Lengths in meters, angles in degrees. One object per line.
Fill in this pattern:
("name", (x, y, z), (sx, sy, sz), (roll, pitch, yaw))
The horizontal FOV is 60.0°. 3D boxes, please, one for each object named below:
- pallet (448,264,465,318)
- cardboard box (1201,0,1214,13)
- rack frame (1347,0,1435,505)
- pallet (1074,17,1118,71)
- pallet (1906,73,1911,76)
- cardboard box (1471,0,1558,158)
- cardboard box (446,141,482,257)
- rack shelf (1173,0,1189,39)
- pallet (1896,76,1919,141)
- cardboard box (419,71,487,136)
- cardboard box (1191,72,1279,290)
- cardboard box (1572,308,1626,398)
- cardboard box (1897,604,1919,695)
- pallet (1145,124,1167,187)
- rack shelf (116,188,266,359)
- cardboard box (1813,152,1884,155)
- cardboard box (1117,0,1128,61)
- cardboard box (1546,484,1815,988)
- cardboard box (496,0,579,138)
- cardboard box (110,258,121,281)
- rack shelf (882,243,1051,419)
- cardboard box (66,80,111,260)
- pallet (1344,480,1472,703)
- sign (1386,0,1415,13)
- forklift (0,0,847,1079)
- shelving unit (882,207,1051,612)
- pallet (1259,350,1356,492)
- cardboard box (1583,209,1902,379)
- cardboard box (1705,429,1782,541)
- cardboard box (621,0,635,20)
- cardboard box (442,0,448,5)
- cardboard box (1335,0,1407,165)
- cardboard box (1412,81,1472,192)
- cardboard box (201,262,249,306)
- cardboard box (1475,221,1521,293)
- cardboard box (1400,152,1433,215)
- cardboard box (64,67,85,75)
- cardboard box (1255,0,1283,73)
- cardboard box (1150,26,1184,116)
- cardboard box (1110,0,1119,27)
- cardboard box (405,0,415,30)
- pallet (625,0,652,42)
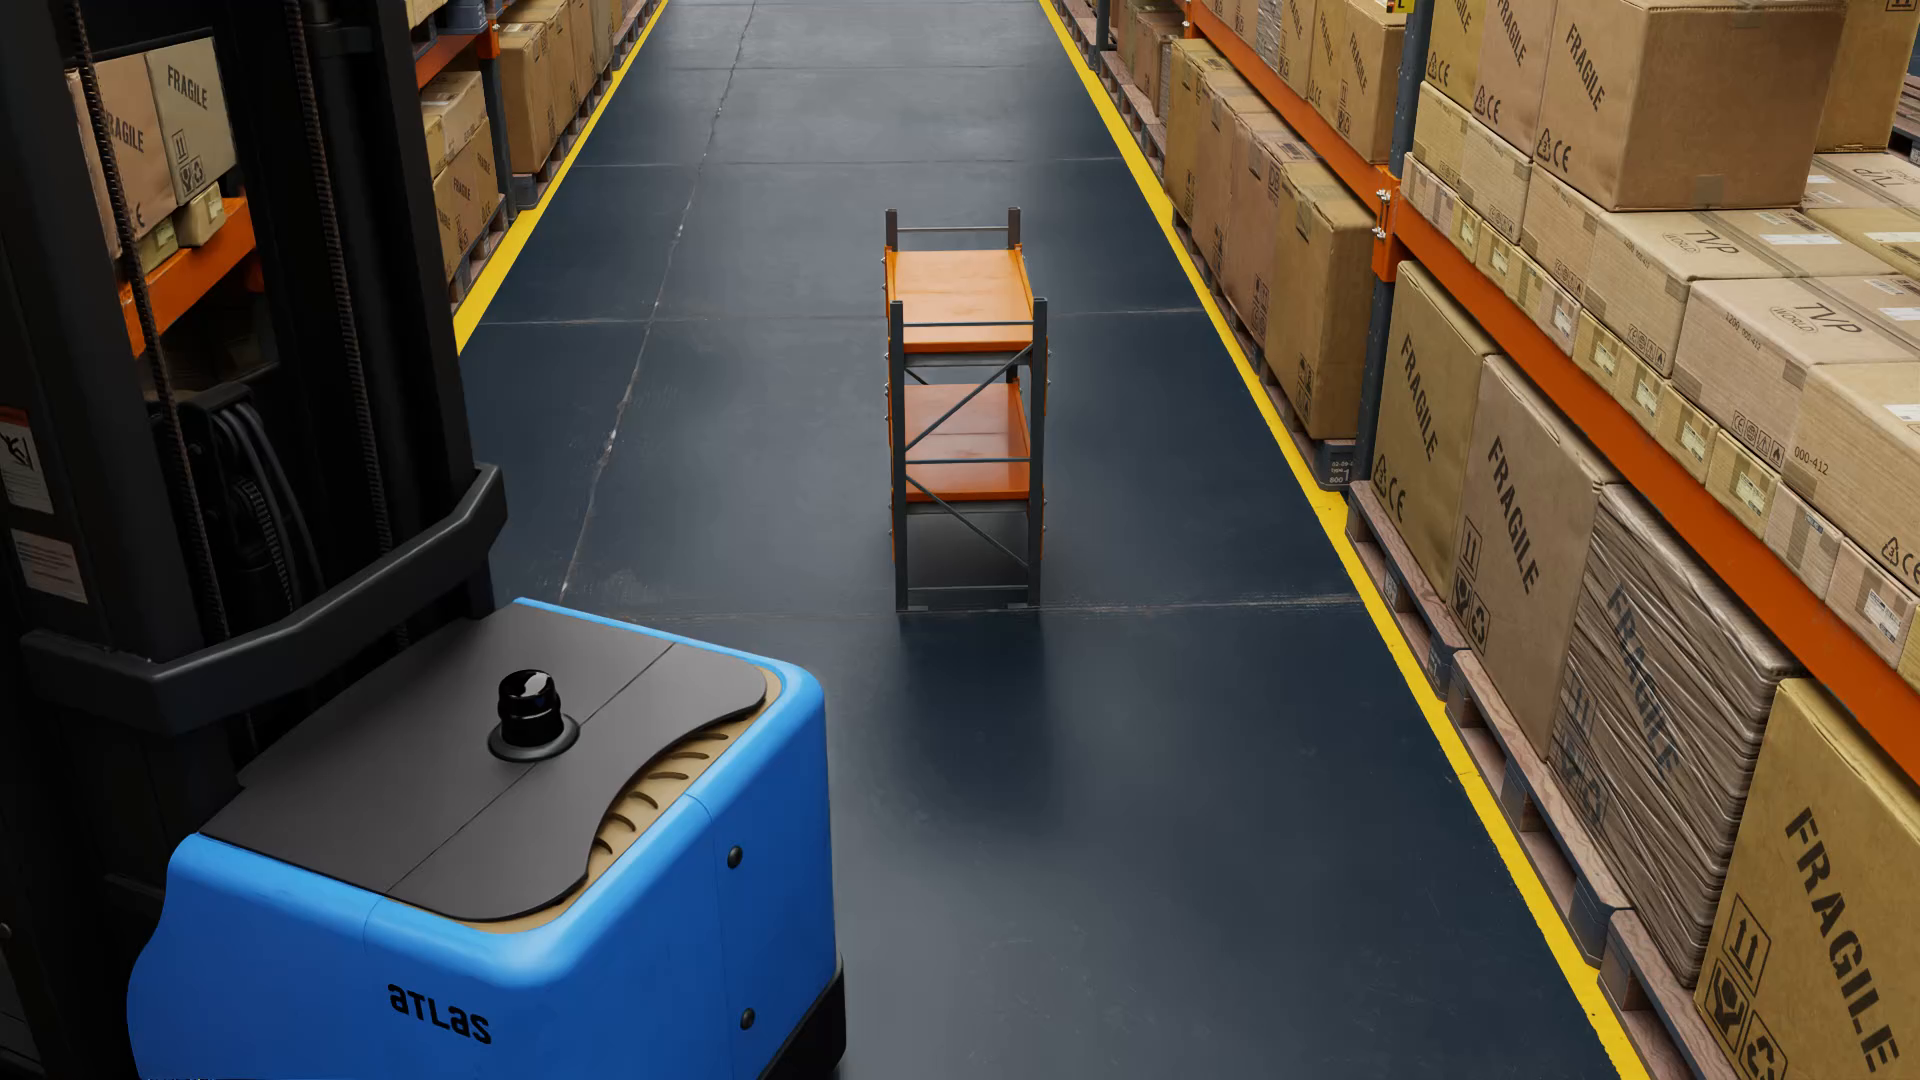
("pallet", (-3.046, -1.070, 8.073), (1.003, 0.211, 1.213), (-1, 28, -3))
("cardboard box", (1.567, -3.115, 8.871), (0.500, 0.500, 0.500), (-1, 28, -1))
("rack frame", (2.022, -1.455, 5.796), (1.000, 3.000, 0.127), (-1, 28, -3))
("pallet", (1.534, -4.222, 14.117), (1.003, 0.211, 1.213), (-1, 28, -3))
("pallet", (6.630, -3.671, 13.060), (1.003, 0.211, 1.213), (-1, 28, -3))
("cardboard box", (1.809, -1.398, 4.716), (0.500, 0.500, 0.500), (-1, 28, -3))
("cardboard box", (-2.827, -1.769, 8.648), (0.500, 0.500, 0.500), (0, 28, -1))
("rack shelf", (1.708, -3.907, 11.275), (1.077, 0.370, 4.000), (-1, 28, -3))
("pallet", (6.697, -3.106, 11.977), (1.003, 0.211, 1.213), (-1, 28, -3))
("cardboard box", (-2.848, -2.330, 8.911), (0.500, 0.250, 0.500), (-2, 28, -4))
("cardboard box", (1.867, -1.815, 8.330), (1.225, 0.875, 0.875), (-1, 28, -2))
("cardboard box", (1.788, -0.479, 4.196), (0.380, 0.149, 0.250), (-2, 28, -4))
("cardboard box", (1.868, 0.227, 2.842), (0.380, 0.149, 0.250), (-1, 28, -2))
("pallet", (1.774, -2.427, 10.674), (1.003, 0.211, 1.213), (-1, 28, -3))
("rack shelf", (-2.832, -0.139, 4.051), (1.077, 0.370, 4.000), (-1, 28, -3))
("cardboard box", (2.336, -1.084, 4.925), (0.500, 0.250, 0.500), (-1, 28, -1))
("cardboard box", (1.615, -3.952, 12.811), (0.700, 0.500, 0.500), (-3, 28, -7))
("cardboard box", (2.070, 0.434, 4.017), (0.875, 0.875, 0.875), (-1, 28, -3))
("cardboard box", (-3.137, -3.105, 10.938), (1.050, 0.750, 0.750), (-1, 28, -2))
("cardboard box", (-2.667, -0.782, 4.778), (0.380, 0.149, 0.250), (-2, 28, -4))
("rack shelf", (0.000, -0.755, 5.849), (0.538, 0.278, 1.000), (-1, 28, -3))
("cardboard box", (-2.579, -0.872, 4.248), (0.500, 0.500, 0.500), (-2, 28, -3))
("pallet", (1.983, 0.135, 5.764), (1.003, 0.211, 1.213), (-1, 28, -3))
("sign", (1.480, -1.915, 5.513), (0.100, 0.325, 0.005), (-1, 28, -3))
("forklift", (-1.825, -0.157, 3.382), (3.031, 2.935, 1.130), (12, 30, 21))
("shelving unit", (0.000, -0.496, 5.984), (0.538, 1.125, 1.048), (-1, 28, -3))
("pallet", (1.906, -0.573, 7.120), (1.003, 0.211, 1.213), (-1, 28, -3))
("cardboard box", (1.856, -0.600, 3.997), (0.500, 0.250, 0.500), (-1, 28, -3))
("cardboard box", (1.828, -0.124, 3.516), (0.380, 0.149, 0.250), (-2, 28, -4))
("cardboard box", (-3.368, -5.029, 14.491), (0.875, 0.875, 0.875), (-1, 28, -2))
("cardboard box", (-2.611, -2.614, 7.836), (0.380, 0.149, 0.250), (-3, 28, -5))
("cardboard box", (1.725, -1.709, 6.174), (0.500, 0.500, 0.500), (-1, 28, -2))
("cardboard box", (1.785, -1.297, 5.333), (0.500, 0.250, 0.500), (-2, 28, -4))
("cardboard box", (-2.711, -1.140, 6.630), (0.500, 0.250, 0.500), (-3, 28, -5))
("cardboard box", (1.749, -0.834, 4.878), (0.380, 0.149, 0.250), (-2, 28, -4))
("cardboard box", (1.705, -1.199, 5.577), (0.380, 0.149, 0.250), (-1, 28, -3))
("cardboard box", (-2.610, -1.552, 4.471), (0.500, 0.500, 0.500), (-2, 28, -4))
("cardboard box", (1.650, -2.410, 7.519), (0.500, 0.500, 0.500), (-1, 28, -2))
("cardboard box", (1.680, -3.215, 11.398), (0.700, 0.500, 0.500), (1, 28, 2))
("cardboard box", (1.586, -4.677, 14.223), (0.500, 0.500, 0.500), (7, 28, 14))
("cardboard box", (-2.572, -2.252, 7.143), (0.380, 0.149, 0.250), (-2, 28, -4))
("pallet", (-3.383, -4.758, 15.144), (1.003, 0.211, 1.213), (-1, 28, -3))
